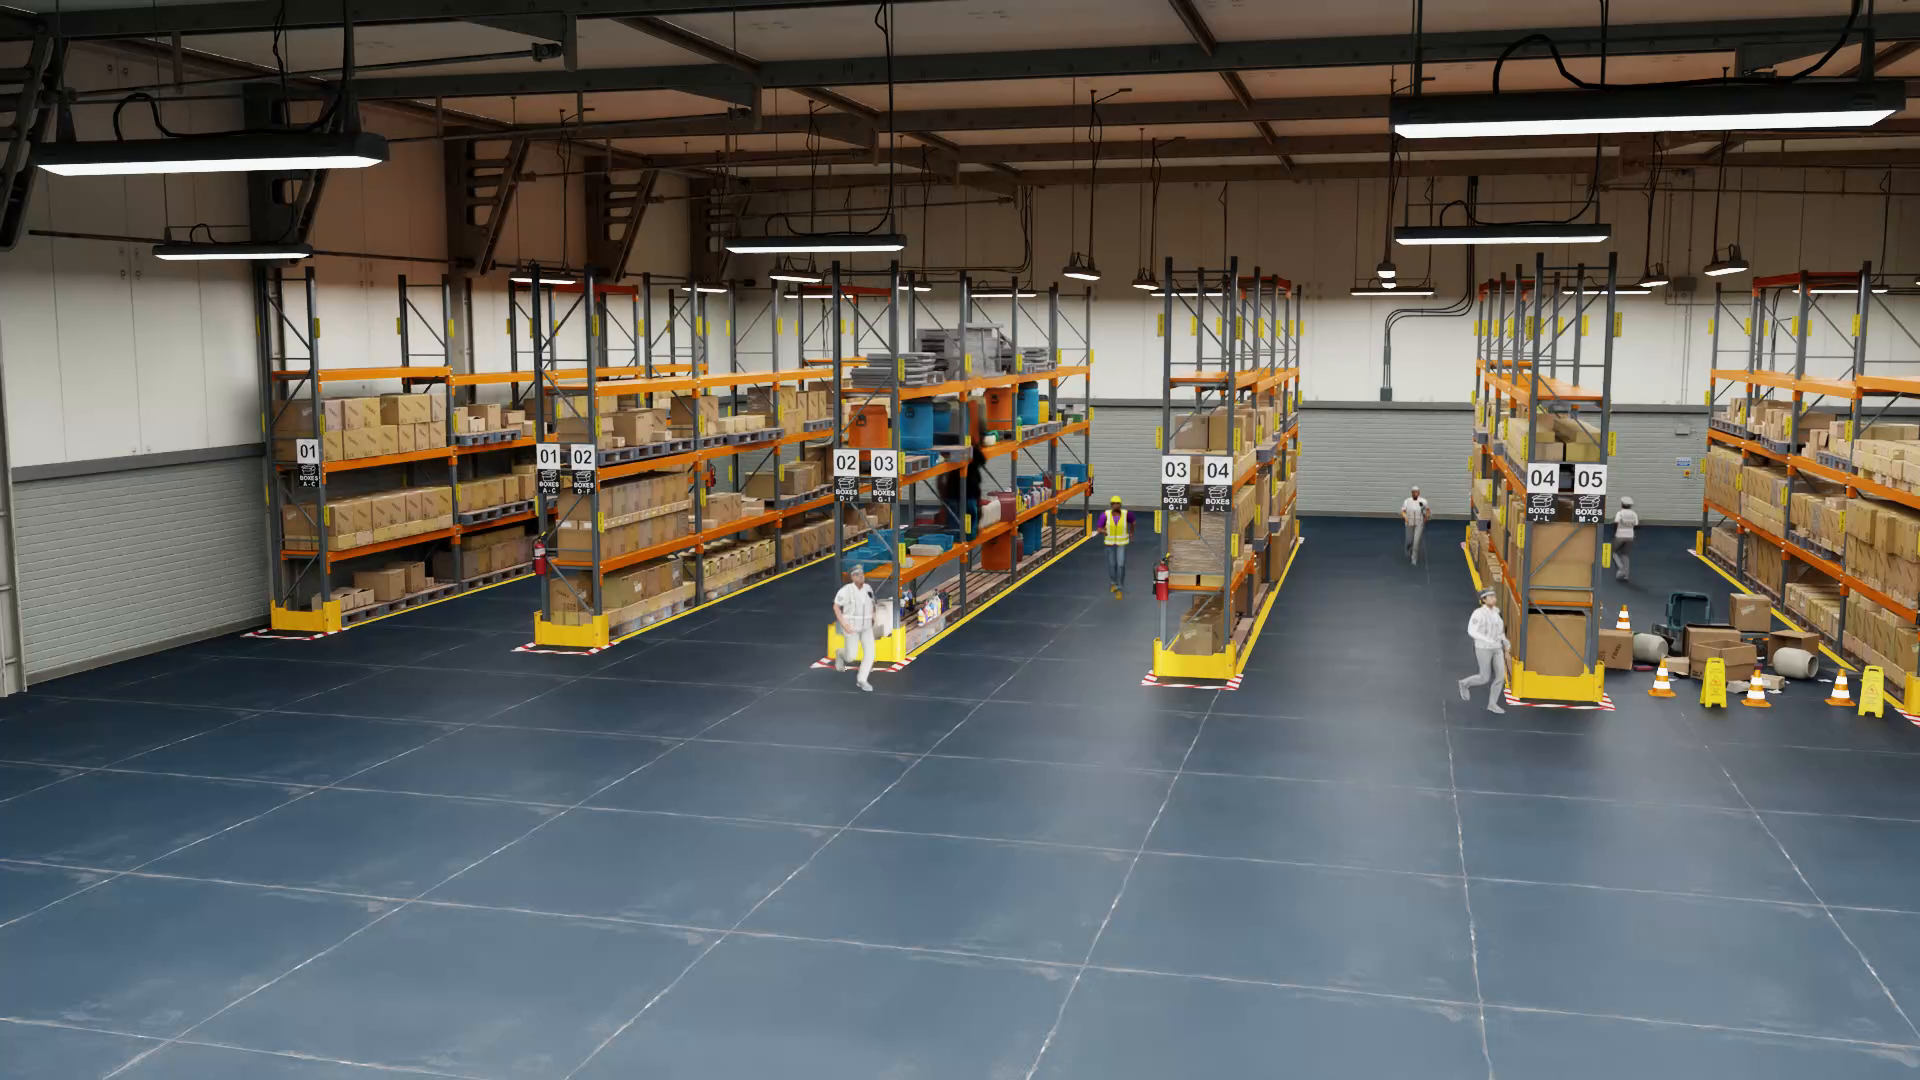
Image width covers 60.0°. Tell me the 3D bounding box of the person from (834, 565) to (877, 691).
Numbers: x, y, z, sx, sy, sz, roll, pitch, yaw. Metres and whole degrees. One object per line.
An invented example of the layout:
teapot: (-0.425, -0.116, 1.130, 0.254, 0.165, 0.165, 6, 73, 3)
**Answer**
person: (-1.452, 1.204, 23.355, 0.668, 1.753, 0.759, -4, 8, -29)

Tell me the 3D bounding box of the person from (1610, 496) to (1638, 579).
person: (13.285, -0.056, 33.379, 0.565, 1.655, 0.553, 0, 7, -2)

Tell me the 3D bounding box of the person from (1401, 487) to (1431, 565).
person: (9.780, -0.322, 35.730, 0.590, 1.663, 0.753, 2, 8, 19)

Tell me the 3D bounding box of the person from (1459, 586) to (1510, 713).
person: (6.930, 1.416, 21.879, 0.633, 1.656, 0.685, -4, 8, -28)

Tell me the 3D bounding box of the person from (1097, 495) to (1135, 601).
person: (2.740, 0.107, 29.345, 0.640, 1.812, 0.837, 2, 7, 13)
